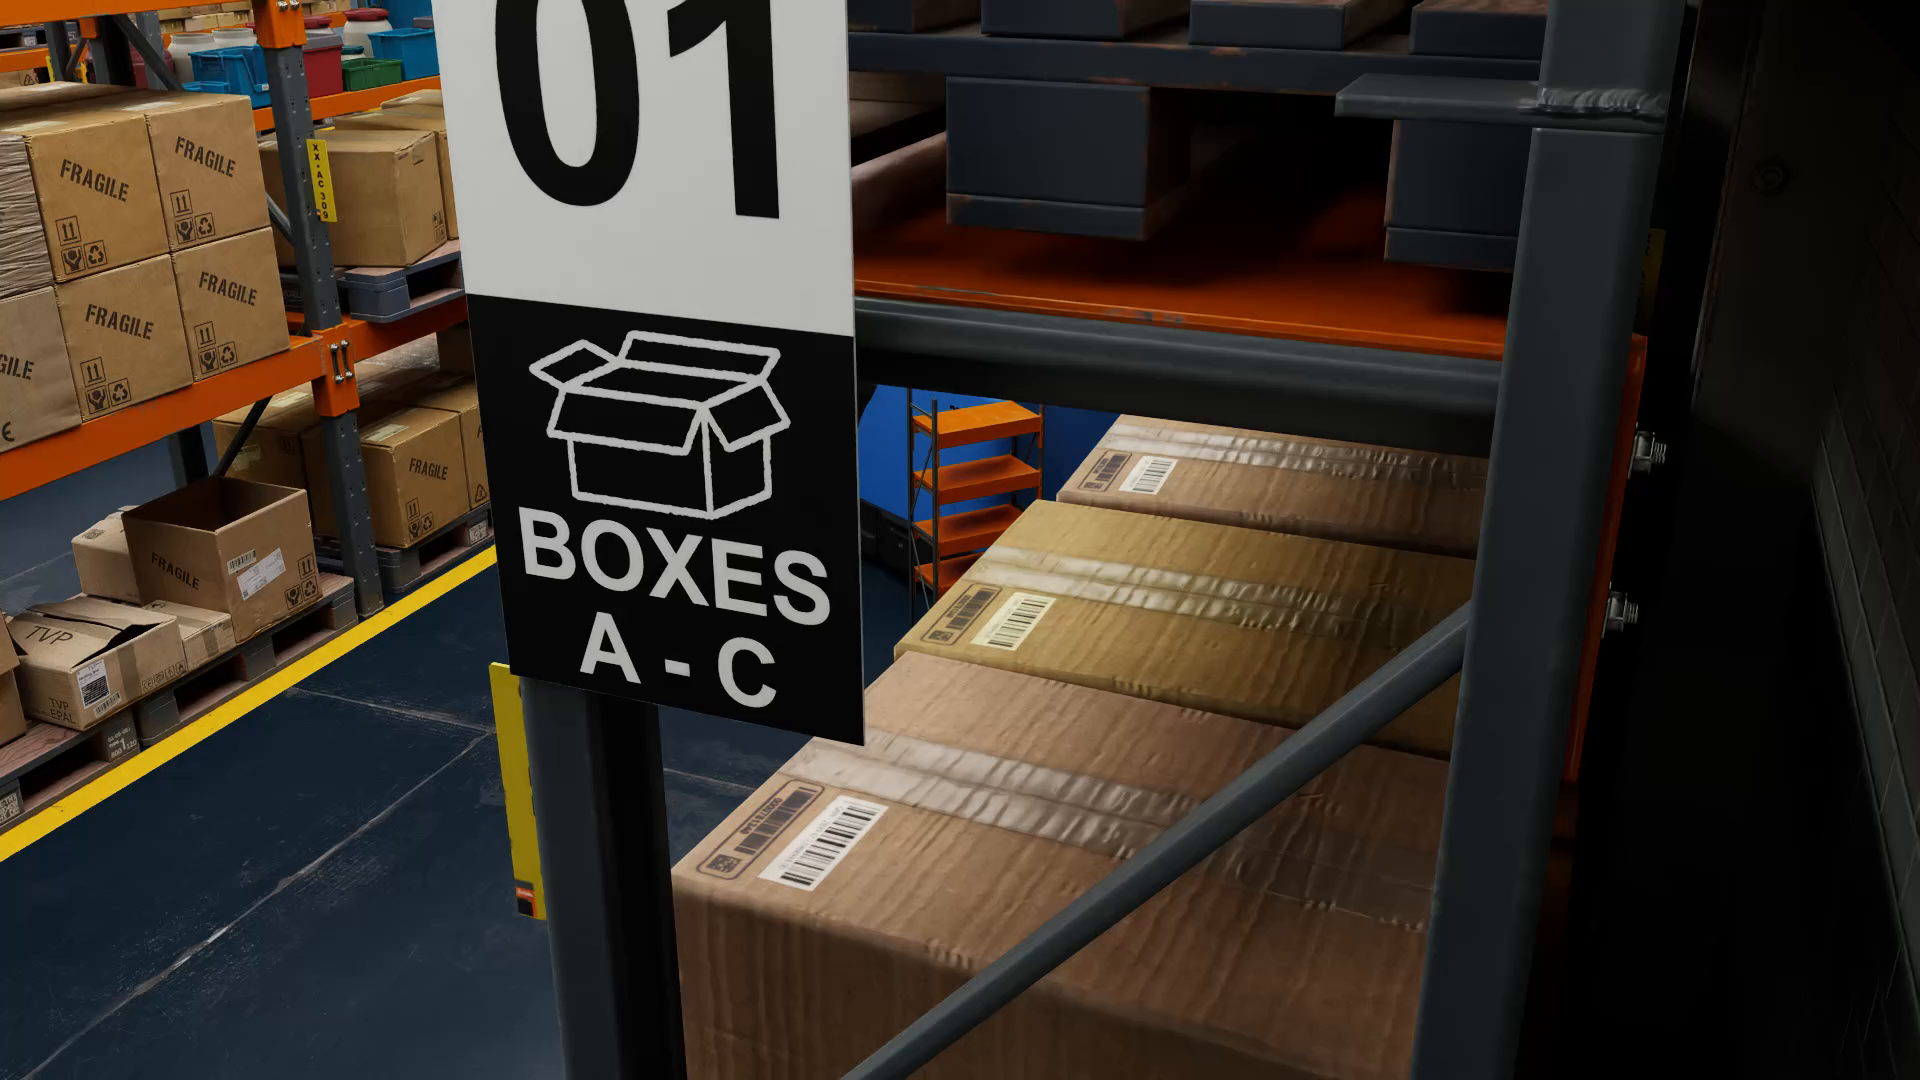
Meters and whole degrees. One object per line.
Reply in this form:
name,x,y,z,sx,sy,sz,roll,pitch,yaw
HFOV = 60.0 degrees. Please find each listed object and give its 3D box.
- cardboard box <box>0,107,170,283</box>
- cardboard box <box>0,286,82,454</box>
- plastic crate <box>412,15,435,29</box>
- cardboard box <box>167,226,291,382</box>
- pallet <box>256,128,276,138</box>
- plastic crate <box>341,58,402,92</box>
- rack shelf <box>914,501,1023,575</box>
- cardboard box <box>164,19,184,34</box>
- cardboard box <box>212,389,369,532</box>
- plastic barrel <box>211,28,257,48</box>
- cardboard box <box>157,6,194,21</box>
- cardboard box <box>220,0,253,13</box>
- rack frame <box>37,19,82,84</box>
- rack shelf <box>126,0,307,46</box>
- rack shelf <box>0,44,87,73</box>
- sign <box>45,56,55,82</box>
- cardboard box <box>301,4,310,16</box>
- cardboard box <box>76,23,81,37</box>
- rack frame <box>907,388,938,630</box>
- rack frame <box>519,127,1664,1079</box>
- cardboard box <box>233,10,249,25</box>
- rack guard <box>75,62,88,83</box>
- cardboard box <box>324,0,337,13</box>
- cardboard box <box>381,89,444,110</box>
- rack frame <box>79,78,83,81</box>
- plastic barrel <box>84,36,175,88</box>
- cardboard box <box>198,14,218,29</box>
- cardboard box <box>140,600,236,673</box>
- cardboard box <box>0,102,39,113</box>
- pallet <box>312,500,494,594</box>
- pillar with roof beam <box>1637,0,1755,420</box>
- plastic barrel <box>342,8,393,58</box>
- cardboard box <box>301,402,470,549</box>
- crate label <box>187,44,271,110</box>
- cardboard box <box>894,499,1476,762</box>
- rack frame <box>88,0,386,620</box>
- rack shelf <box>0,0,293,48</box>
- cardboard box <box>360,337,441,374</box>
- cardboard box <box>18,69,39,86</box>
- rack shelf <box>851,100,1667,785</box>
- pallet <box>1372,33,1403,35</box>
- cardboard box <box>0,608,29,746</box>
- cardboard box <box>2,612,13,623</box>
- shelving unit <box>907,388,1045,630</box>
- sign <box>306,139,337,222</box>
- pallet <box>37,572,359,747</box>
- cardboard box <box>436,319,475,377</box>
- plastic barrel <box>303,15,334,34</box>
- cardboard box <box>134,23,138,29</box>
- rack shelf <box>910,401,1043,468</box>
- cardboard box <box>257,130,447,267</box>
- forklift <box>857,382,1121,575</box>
cardboard box,-3.216,-1.228,5.872,0.500,0.500,0.500,8,24,19
cardboard box,-3.407,-0.584,5.627,0.500,0.500,0.500,9,24,21
plastic crate,-4.603,-4.508,15.068,0.402,0.464,0.583,9,24,20
cardboard box,-3.028,-0.953,6.510,0.500,0.500,0.500,9,24,21
pallet,-8.637,-4.802,19.472,1.003,0.211,1.213,9,24,20
plastic crate,-5.092,-3.934,14.052,0.450,0.188,0.662,9,24,20
rack shelf,0.065,-0.013,6.899,0.480,0.148,0.258,-12,25,-26
cardboard box,-8.690,-5.595,18.078,0.380,0.149,0.250,9,24,20
cardboard box,-3.164,-0.390,7.963,0.500,0.500,0.500,9,24,20
plastic barrel,-5.853,-3.865,13.467,0.421,0.512,0.421,0,23,0
cardboard box,-8.863,-5.914,18.002,0.875,0.500,0.500,9,24,20
cardboard box,-8.546,-6.281,18.879,0.875,0.500,0.500,9,24,20
rack frame,-9.306,-5.405,17.298,1.000,3.000,0.127,9,24,20
rack shelf,-2.338,-2.890,8.319,1.077,0.370,4.000,9,24,20
rack shelf,-10.048,-4.357,15.723,1.077,0.370,4.000,9,24,20
sign,-6.706,-3.416,12.324,0.100,0.325,0.005,9,24,20
cardboard box,-7.980,-6.315,19.803,0.380,0.149,0.250,9,24,20
cardboard box,-9.499,-5.408,17.631,0.380,0.149,0.250,9,24,20
rack frame,-0.151,-0.031,6.767,0.015,1.200,0.240,-12,25,-26
rack frame,0.034,1.017,1.924,1.000,3.000,0.127,9,24,20
cardboard box,-8.351,-5.957,18.947,0.380,0.149,0.250,9,24,20
rack guard,-12.378,-6.438,23.014,1.175,0.500,0.348,9,24,20
cardboard box,-7.827,-6.499,20.244,0.380,0.149,0.250,9,24,20
cardboard box,-2.482,-2.003,8.480,0.700,0.500,0.500,3,23,7
rack frame,-12.387,-7.583,22.511,1.000,3.000,0.127,9,24,20
plastic barrel,-6.302,-3.537,12.648,0.600,0.536,0.708,9,24,20
cardboard box,-8.505,-5.774,18.507,0.380,0.149,0.250,9,24,20
cardboard box,-3.113,0.377,6.583,0.380,0.149,0.250,9,24,20
cardboard box,-3.708,-1.317,6.084,0.500,0.500,0.500,8,24,18
pallet,-2.814,-0.132,8.293,1.003,0.211,1.213,9,24,20
pillar with roof beam,0.294,-5.572,9.914,9.100,9.000,0.400,9,24,20
plastic barrel,-5.266,-4.447,14.829,0.433,0.535,0.433,0,23,0
cardboard box,-2.675,-0.310,7.773,0.500,0.500,0.500,8,24,18
crate label,-5.573,-3.597,12.925,0.502,0.435,0.616,9,24,20
cardboard box,0.474,0.433,2.934,0.980,0.700,0.700,9,24,20
rack frame,-3.081,-1.122,7.045,1.000,3.000,0.127,9,24,20
rack shelf,-3.824,-1.459,4.892,1.077,0.370,4.000,9,24,20
cardboard box,-2.786,-0.745,8.813,0.500,0.500,0.500,9,24,21
cardboard box,-12.578,-6.544,22.236,0.875,0.875,0.875,9,24,20
rack shelf,0.777,-0.751,3.198,1.077,0.370,4.000,9,24,20
pallet,0.751,-1.031,3.051,1.003,0.211,1.213,9,24,20
cardboard box,-3.774,0.500,5.830,0.797,0.503,0.637,9,24,20
cardboard box,-3.750,0.412,6.477,0.380,0.166,0.250,9,24,20
shelving unit,0.065,-0.075,6.873,0.503,1.200,0.258,-12,25,-26
sign,-2.574,-1.447,6.699,0.100,0.325,0.005,9,24,20
pallet,-3.337,0.410,6.995,1.003,0.211,1.213,9,24,20
cardboard box,-2.304,-1.014,8.485,0.500,0.250,0.500,9,24,20
plastic barrel,-5.538,-4.185,14.201,0.433,0.535,0.433,0,23,0
cardboard box,-8.841,-5.410,17.637,0.380,0.149,0.250,9,24,20
rack shelf,0.065,-0.438,6.722,0.480,0.148,0.258,-12,25,-26
cardboard box,-2.697,-1.500,7.274,0.700,0.500,0.500,1,23,2
forklift,-0.396,-1.538,8.130,1.130,2.935,3.031,-18,28,-36
